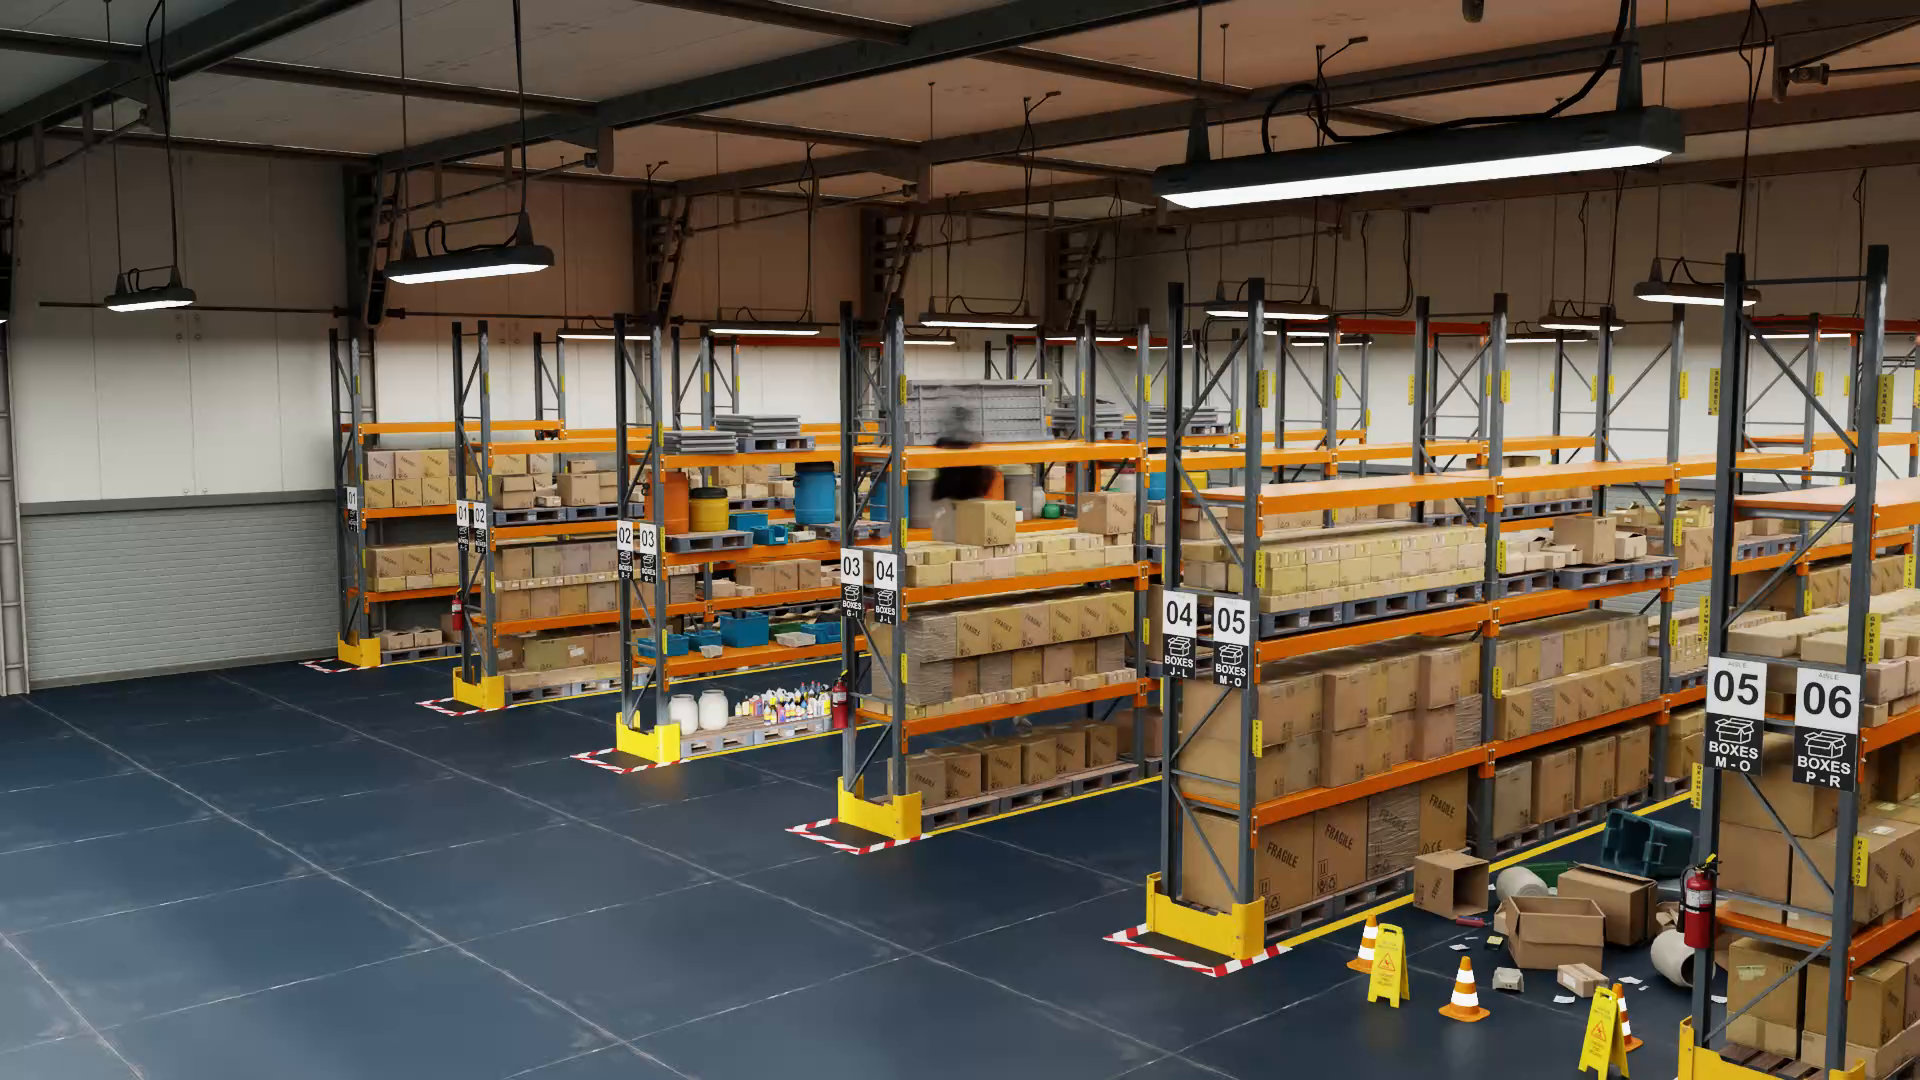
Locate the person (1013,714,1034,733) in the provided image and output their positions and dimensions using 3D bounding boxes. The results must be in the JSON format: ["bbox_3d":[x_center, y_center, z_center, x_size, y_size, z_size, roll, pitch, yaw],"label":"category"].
[{"bbox_3d":[0.817,2.069,22.558,0.565,1.724,0.701,-5,8,-41],"label":"person"}]

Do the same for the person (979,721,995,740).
[{"bbox_3d":[0.305,2.031,22.933,0.640,1.789,0.669,4,7,36],"label":"person"}]
